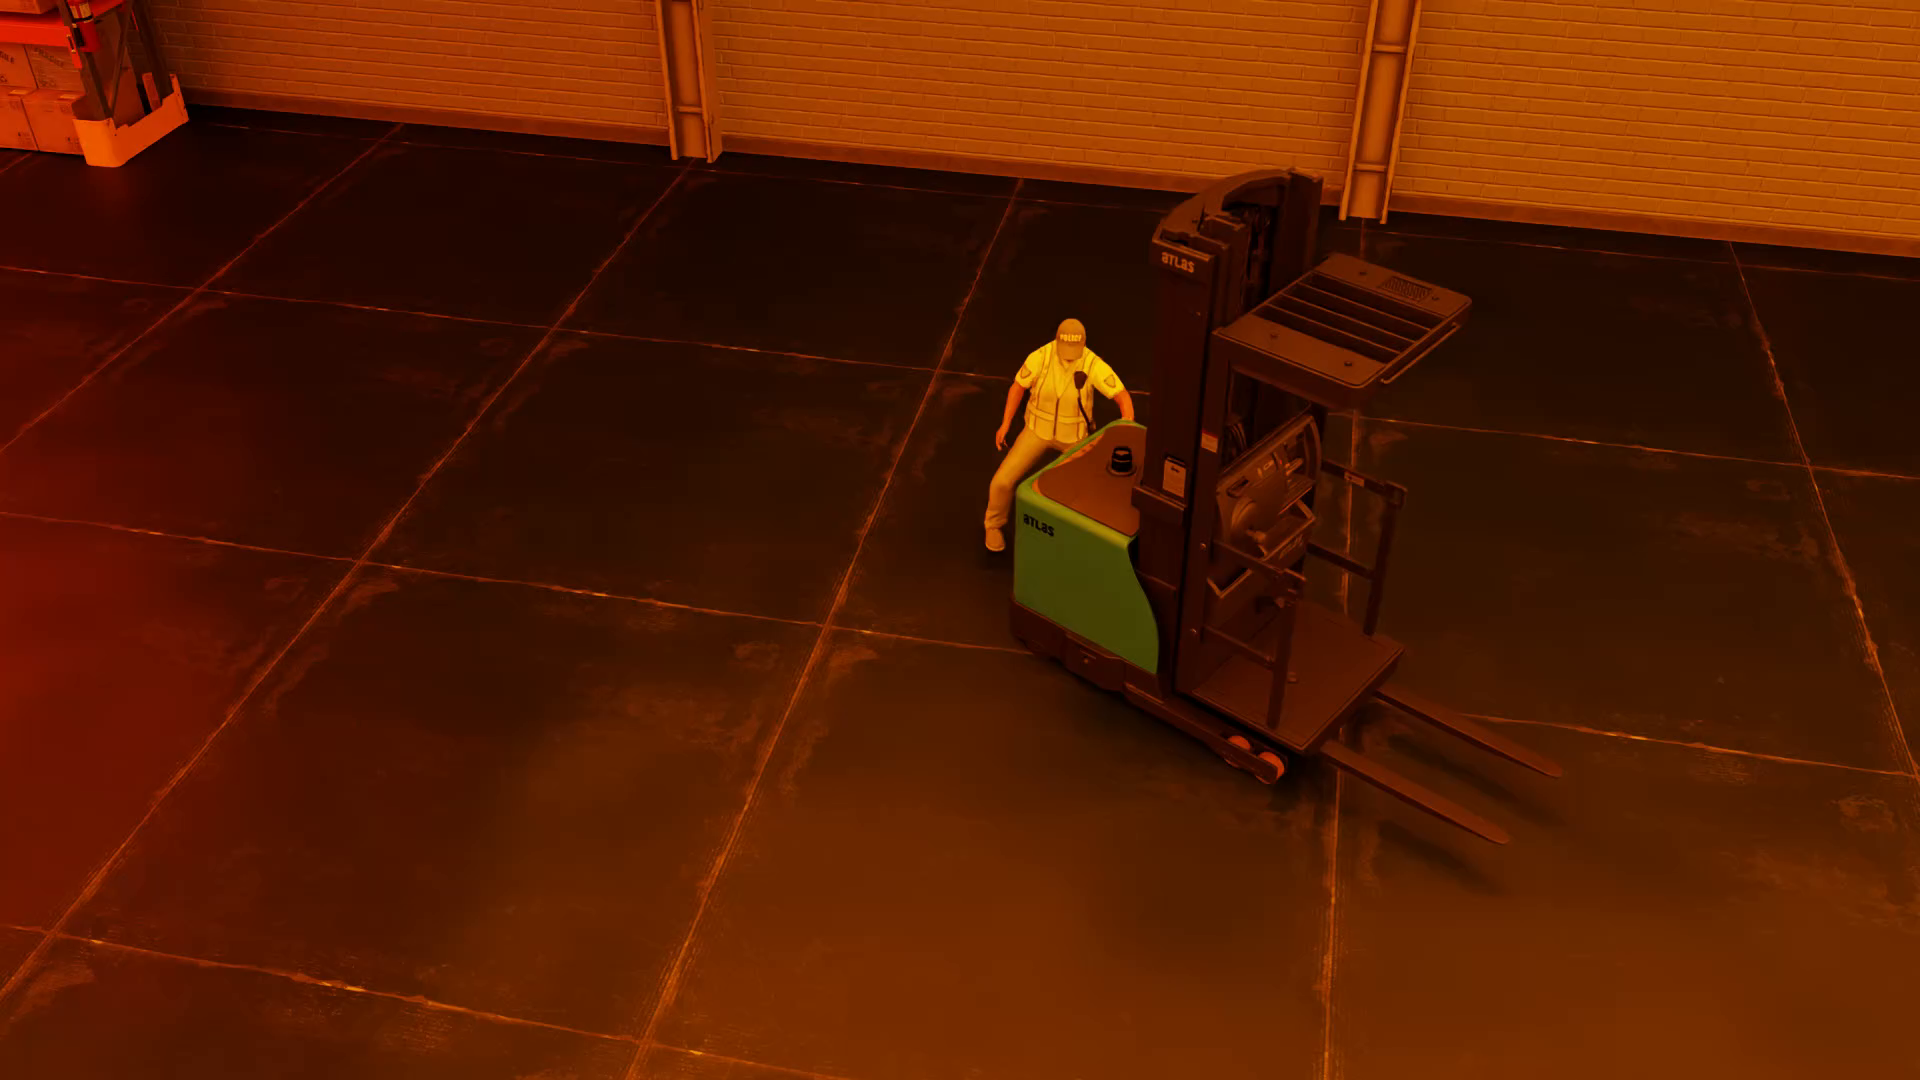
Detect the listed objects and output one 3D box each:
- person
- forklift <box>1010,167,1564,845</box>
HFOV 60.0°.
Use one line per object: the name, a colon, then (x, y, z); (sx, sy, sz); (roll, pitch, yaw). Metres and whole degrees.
person: (0.651, -0.642, 10.142); (0.928, 1.536, 0.779); (8, 37, 10)
forklift: (1.735, -0.250, 8.377); (3.031, 2.935, 1.130); (27, 44, 32)
